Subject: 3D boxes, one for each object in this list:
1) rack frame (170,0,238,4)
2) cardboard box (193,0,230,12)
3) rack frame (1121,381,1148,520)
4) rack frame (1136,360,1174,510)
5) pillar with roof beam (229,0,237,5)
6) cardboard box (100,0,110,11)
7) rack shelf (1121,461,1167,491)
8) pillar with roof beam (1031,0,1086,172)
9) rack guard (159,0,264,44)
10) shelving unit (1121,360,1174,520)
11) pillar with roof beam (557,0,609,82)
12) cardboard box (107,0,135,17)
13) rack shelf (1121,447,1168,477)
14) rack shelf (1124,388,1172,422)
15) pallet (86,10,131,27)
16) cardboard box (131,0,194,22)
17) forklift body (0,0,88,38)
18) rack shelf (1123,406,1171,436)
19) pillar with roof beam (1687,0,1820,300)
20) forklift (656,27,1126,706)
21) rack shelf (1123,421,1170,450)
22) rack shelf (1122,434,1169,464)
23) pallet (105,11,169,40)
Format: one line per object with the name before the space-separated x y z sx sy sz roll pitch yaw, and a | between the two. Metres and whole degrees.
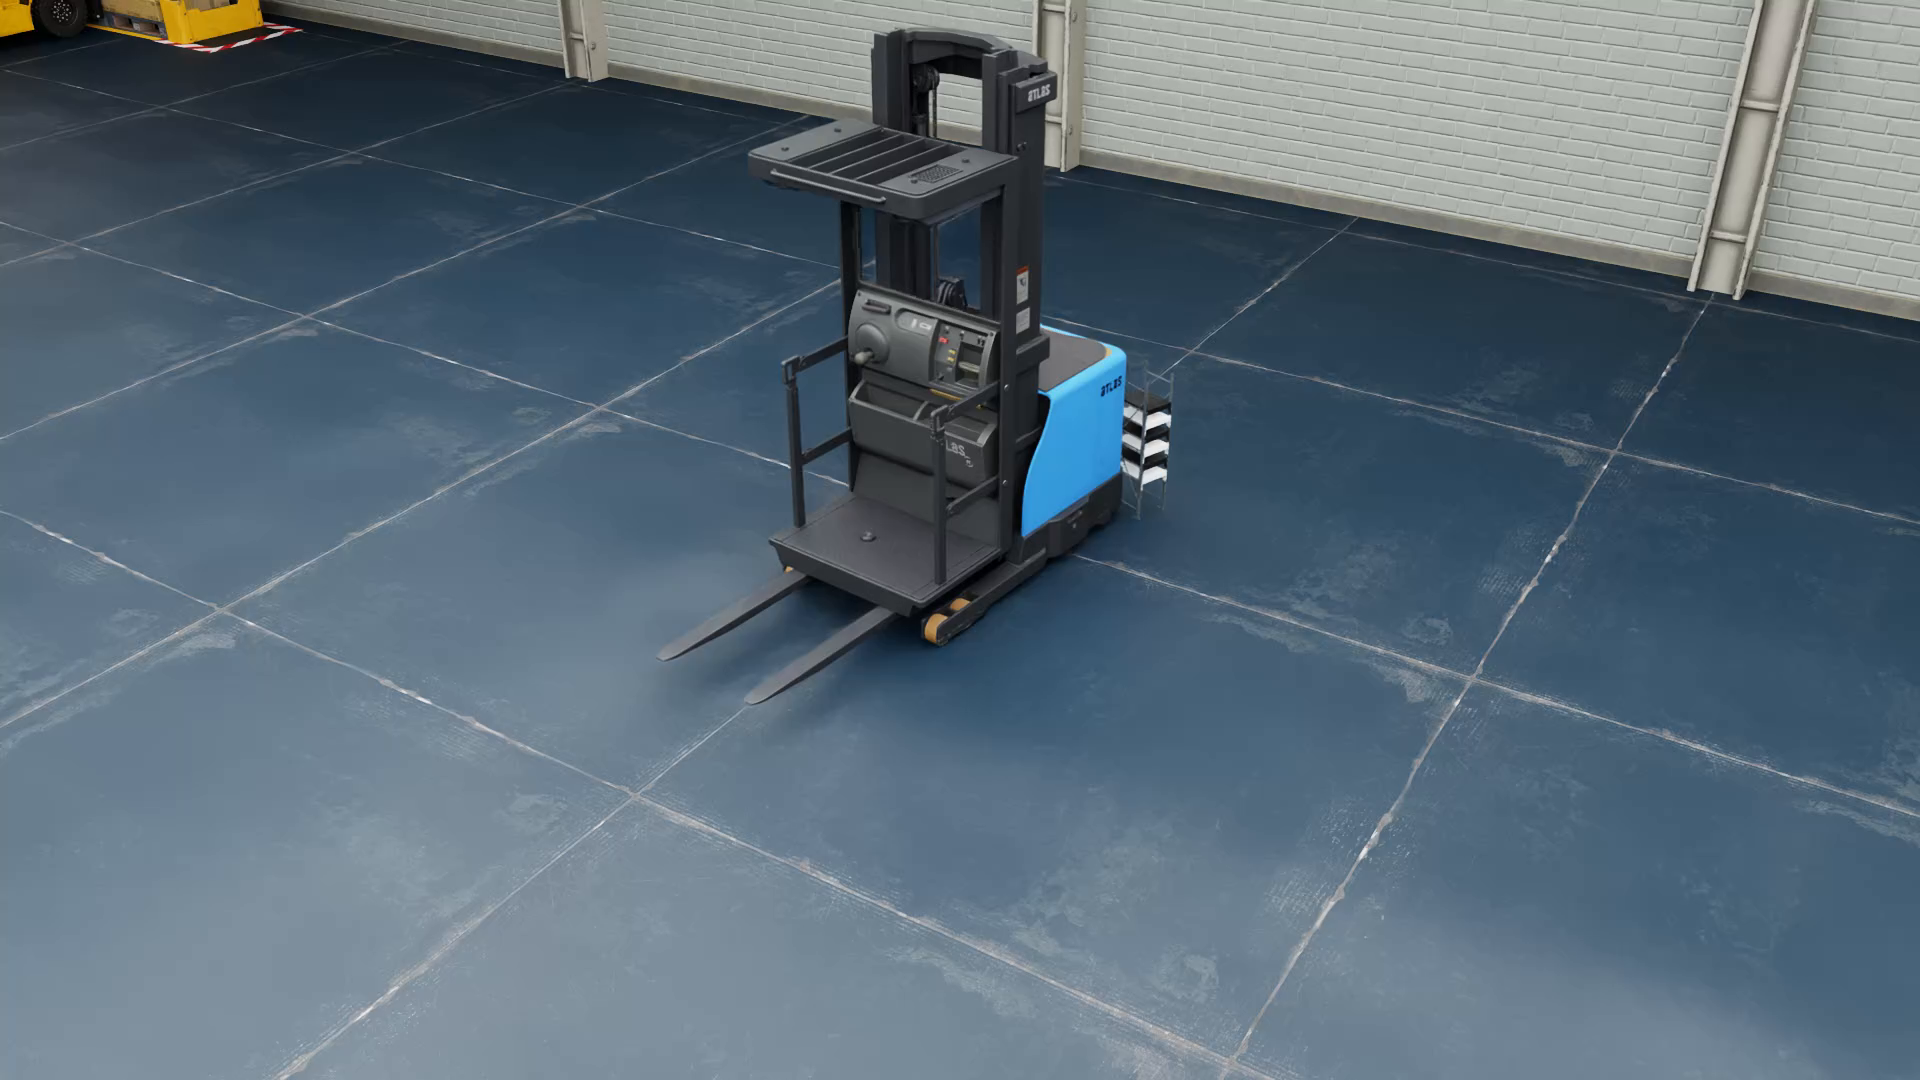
rack frame | -9.147 -7.533 19.686 0.127 3.000 1.000 18 35 27
cardboard box | -9.459 -6.742 20.641 0.500 0.250 0.500 18 35 28
rack frame | 1.000 -0.558 9.811 0.006 0.900 0.240 -21 36 -32
rack frame | 1.161 -0.620 9.919 0.006 0.900 0.240 -21 36 -32
pillar with roof beam | -11.546 -8.858 16.003 0.400 9.000 9.100 18 35 27
cardboard box | -10.548 -6.793 20.729 0.500 0.250 0.500 18 35 28
rack shelf | 1.080 -0.404 9.972 0.200 0.077 0.258 -21 36 -32
pillar with roof beam | -1.382 -5.643 10.493 0.400 9.000 9.100 18 35 27
rack guard | -9.126 -6.447 20.304 0.348 0.500 1.175 18 35 27
shelving unit | 1.081 -0.589 9.865 0.210 0.900 0.258 -21 36 -32
pillar with roof beam | -6.464 -7.251 13.248 0.400 9.000 9.100 18 35 27
cardboard box | -10.129 -6.655 20.492 0.500 0.250 0.500 18 35 27
rack shelf | 1.080 -0.482 9.927 0.200 0.077 0.258 -21 36 -32
rack shelf | 1.082 -0.793 9.746 0.200 0.077 0.258 -21 36 -32
pallet | -10.846 -6.843 21.270 1.213 0.211 1.003 18 35 27
cardboard box | -9.713 -6.518 20.257 0.500 0.250 0.500 18 35 28
forklift body | -11.723 -6.896 19.435 1.214 2.155 2.313 18 35 27
rack shelf | 1.081 -0.715 9.791 0.200 0.077 0.258 -21 36 -32
pillar with roof beam | 3.700 -4.036 7.738 0.400 9.000 9.100 18 35 27
forklift | -0.332 -0.990 8.539 1.130 2.935 3.031 21 36 32
rack shelf | 1.081 -0.638 9.837 0.200 0.077 0.258 -21 36 -32
rack shelf | 1.081 -0.560 9.882 0.200 0.077 0.258 -21 36 -32
pallet | -9.817 -6.515 20.709 1.213 0.211 1.003 18 35 27
